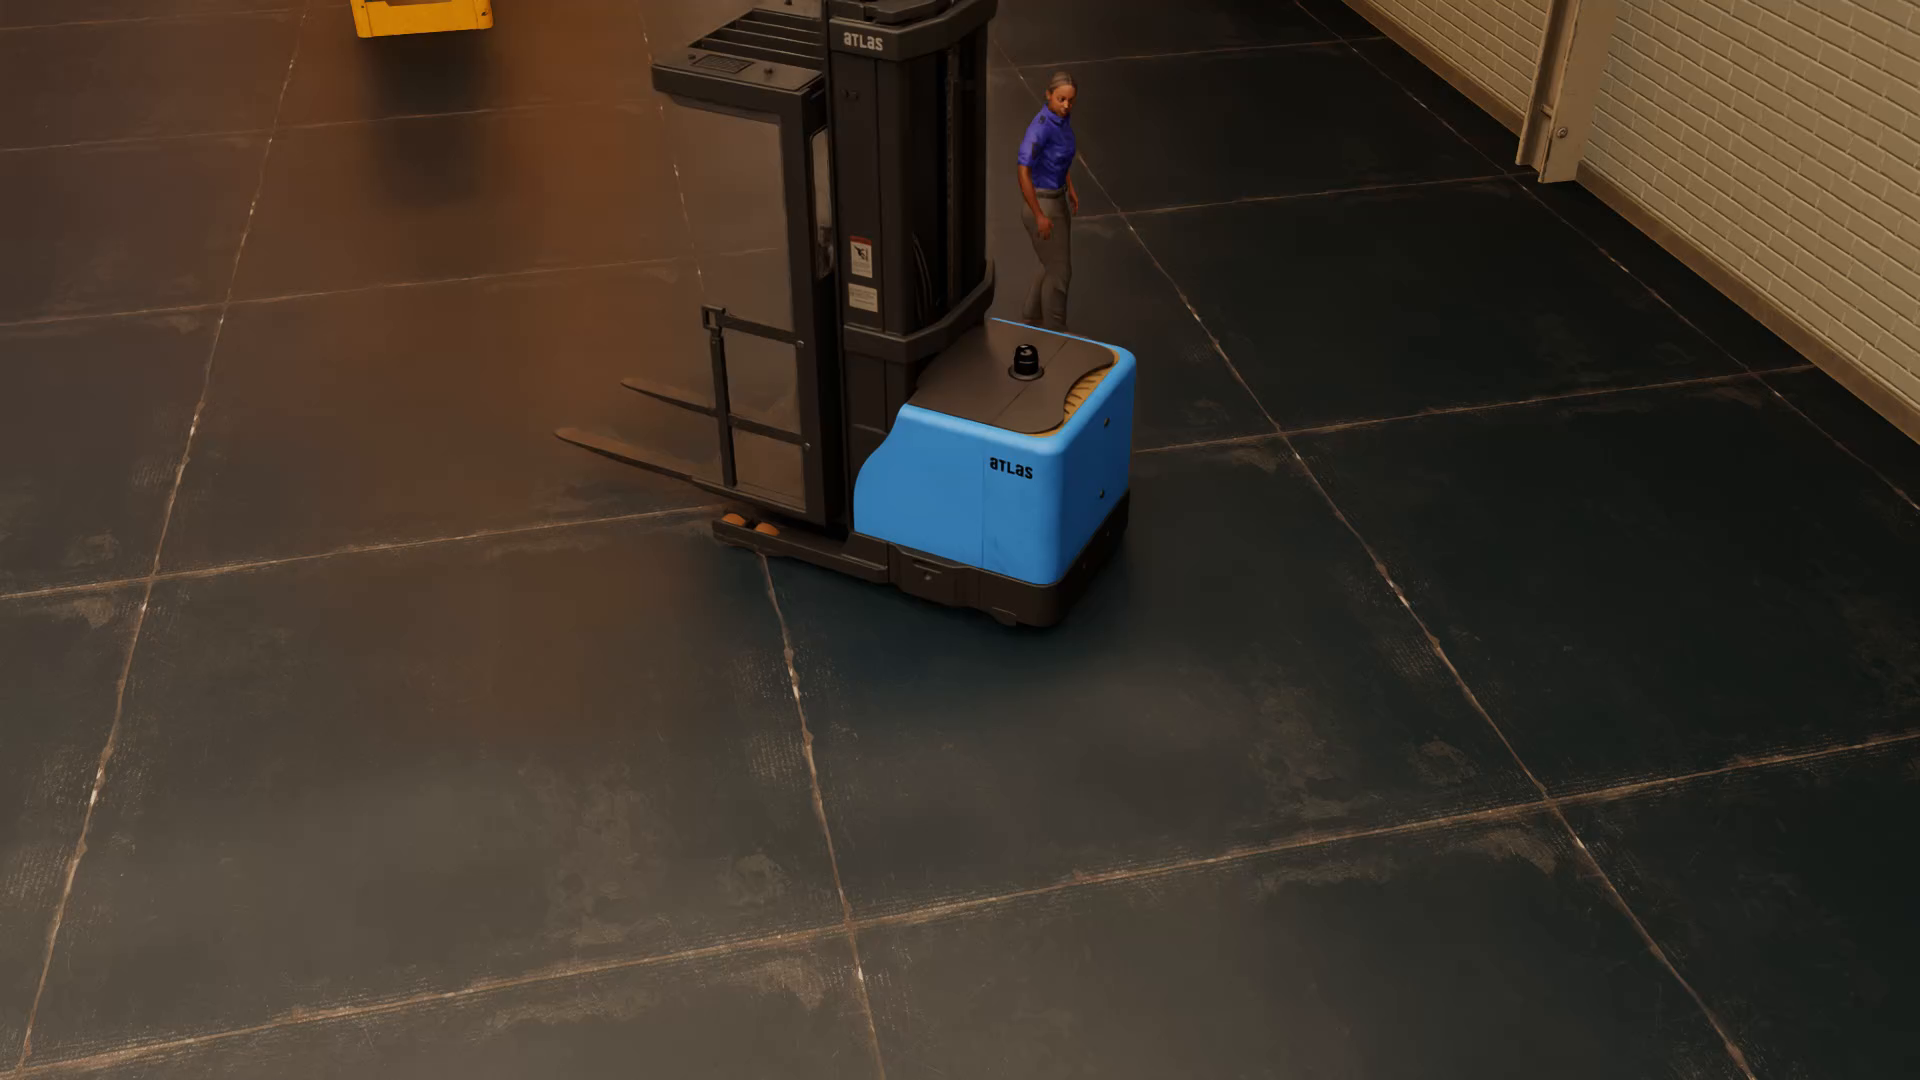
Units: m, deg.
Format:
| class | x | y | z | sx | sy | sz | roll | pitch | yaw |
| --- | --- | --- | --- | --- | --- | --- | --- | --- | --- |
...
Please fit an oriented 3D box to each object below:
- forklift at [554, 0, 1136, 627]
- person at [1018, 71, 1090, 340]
| class | x | y | z | sx | sy | sz | roll | pitch | yaw |
| --- | --- | --- | --- | --- | --- | --- | --- | --- | --- |
| forklift | -0.693 | -1.365 | 7.948 | 3.031 | 2.935 | 1.130 | 16 | 39 | 21 |
| person | 0.599 | -1.956 | 9.875 | 0.474 | 1.644 | 0.658 | 8 | 36 | 11 |
